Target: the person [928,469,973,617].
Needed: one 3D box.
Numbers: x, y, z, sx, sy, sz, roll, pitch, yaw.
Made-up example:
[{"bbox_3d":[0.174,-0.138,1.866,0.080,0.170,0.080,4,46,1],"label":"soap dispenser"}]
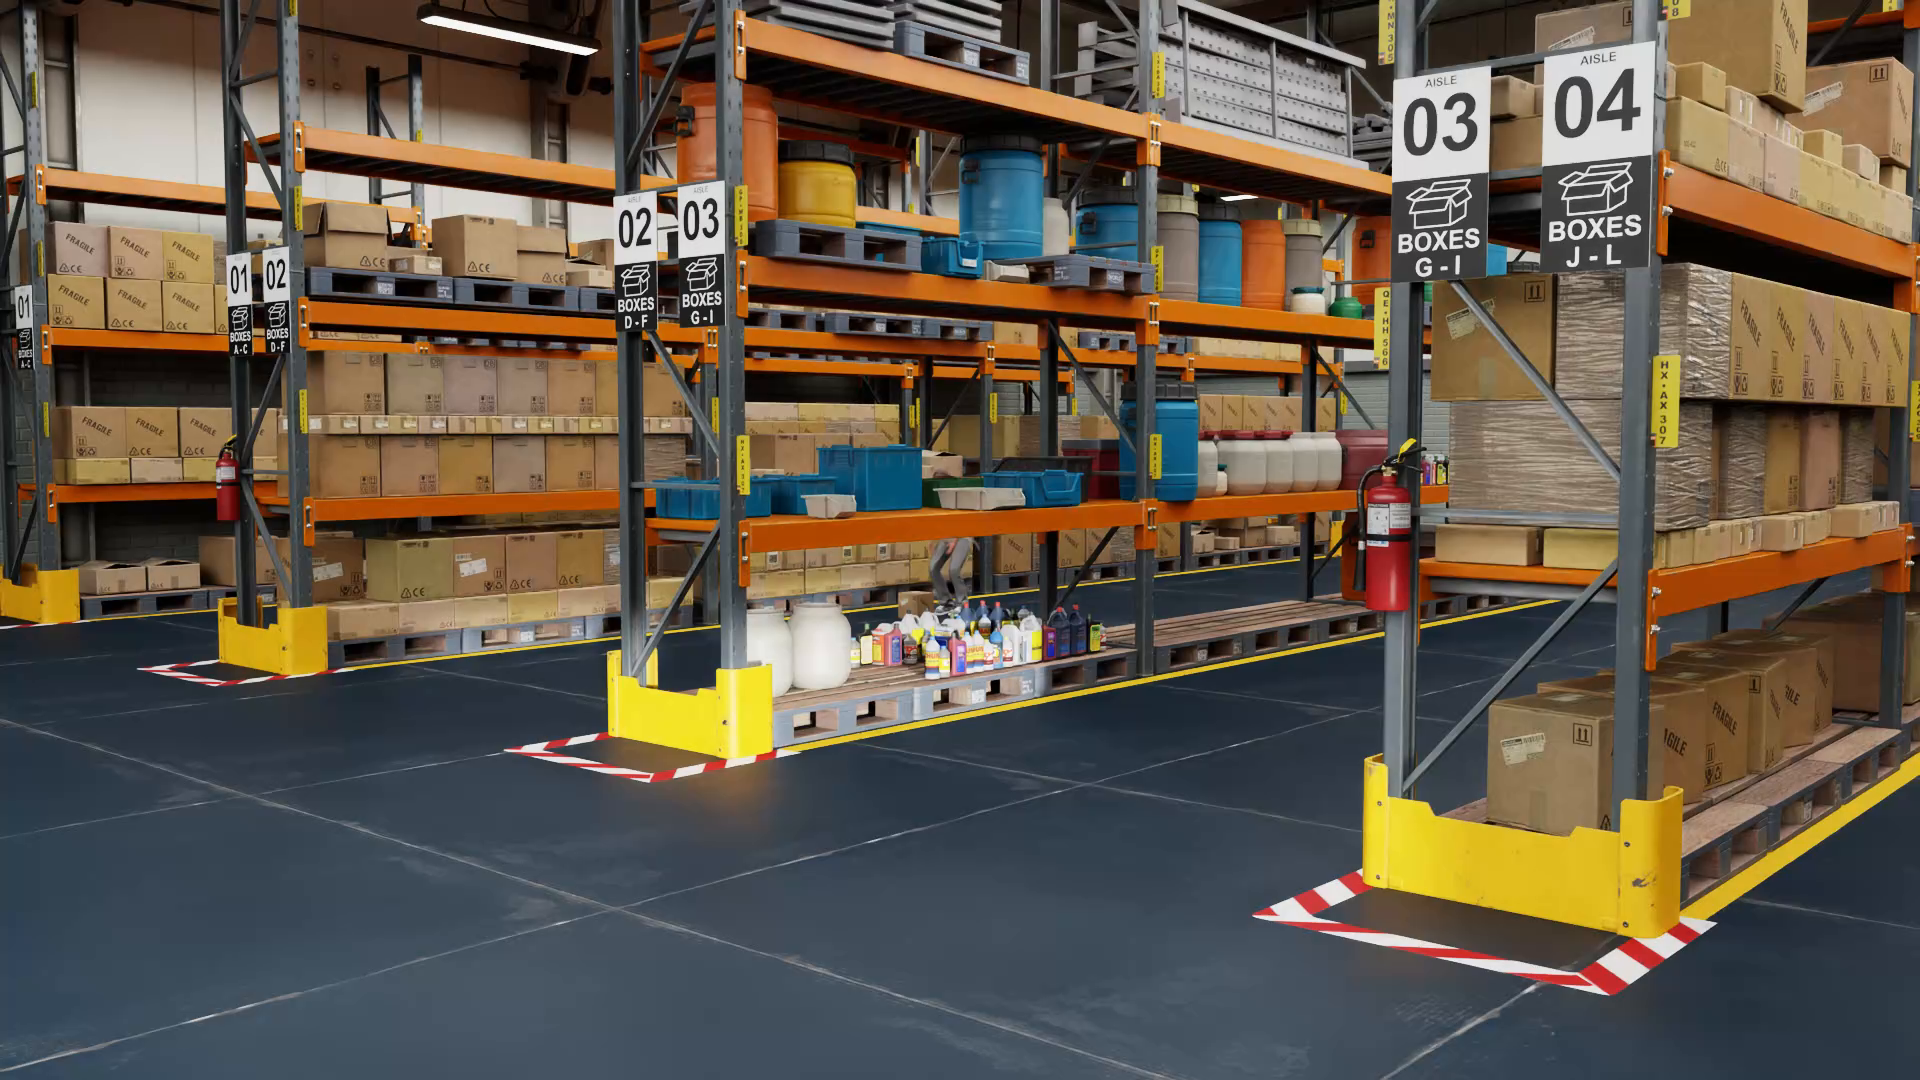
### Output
[{"bbox_3d":[-0.084,0.025,16.444,0.451,1.464,0.518,3,5,42],"label":"person"}]
